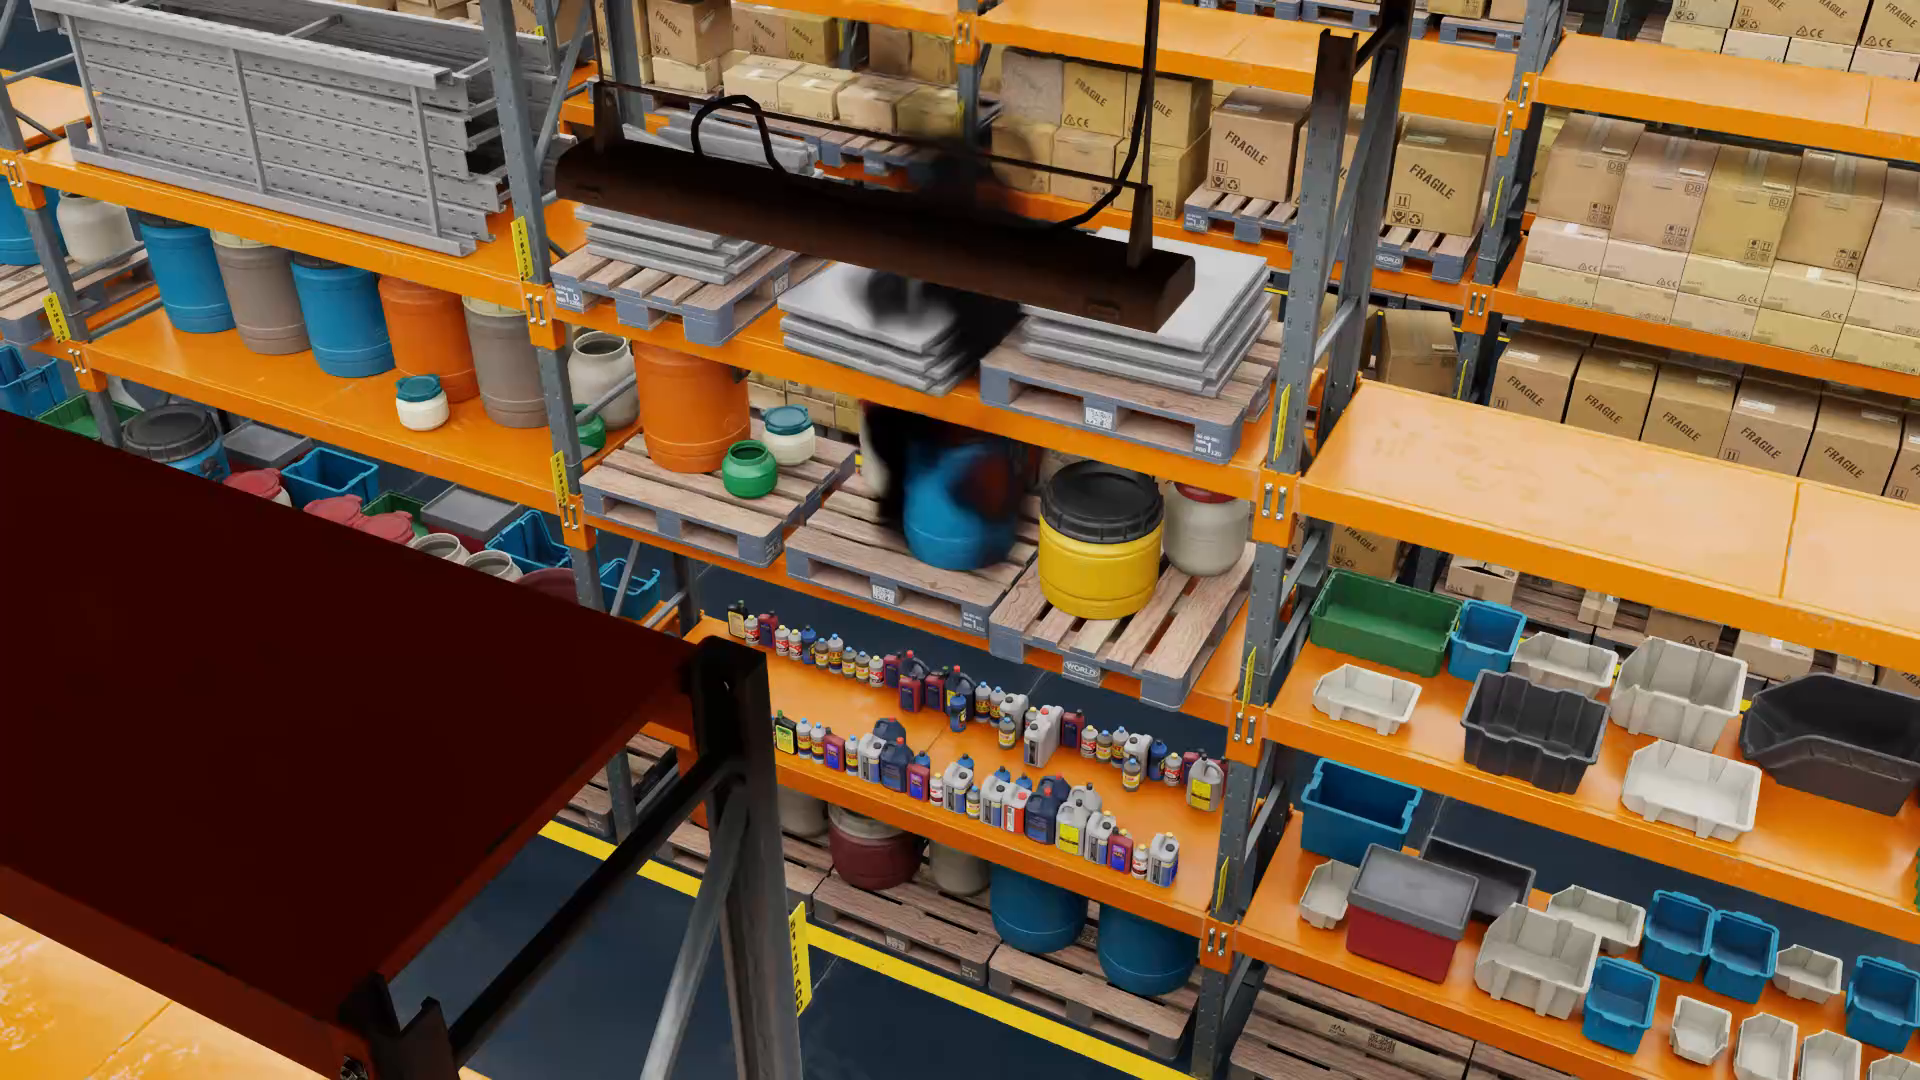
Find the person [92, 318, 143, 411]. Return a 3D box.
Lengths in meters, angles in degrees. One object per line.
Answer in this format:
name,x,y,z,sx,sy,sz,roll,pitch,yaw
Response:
person,-7.533,-1.587,14.683,0.738,1.720,0.531,7,36,10
